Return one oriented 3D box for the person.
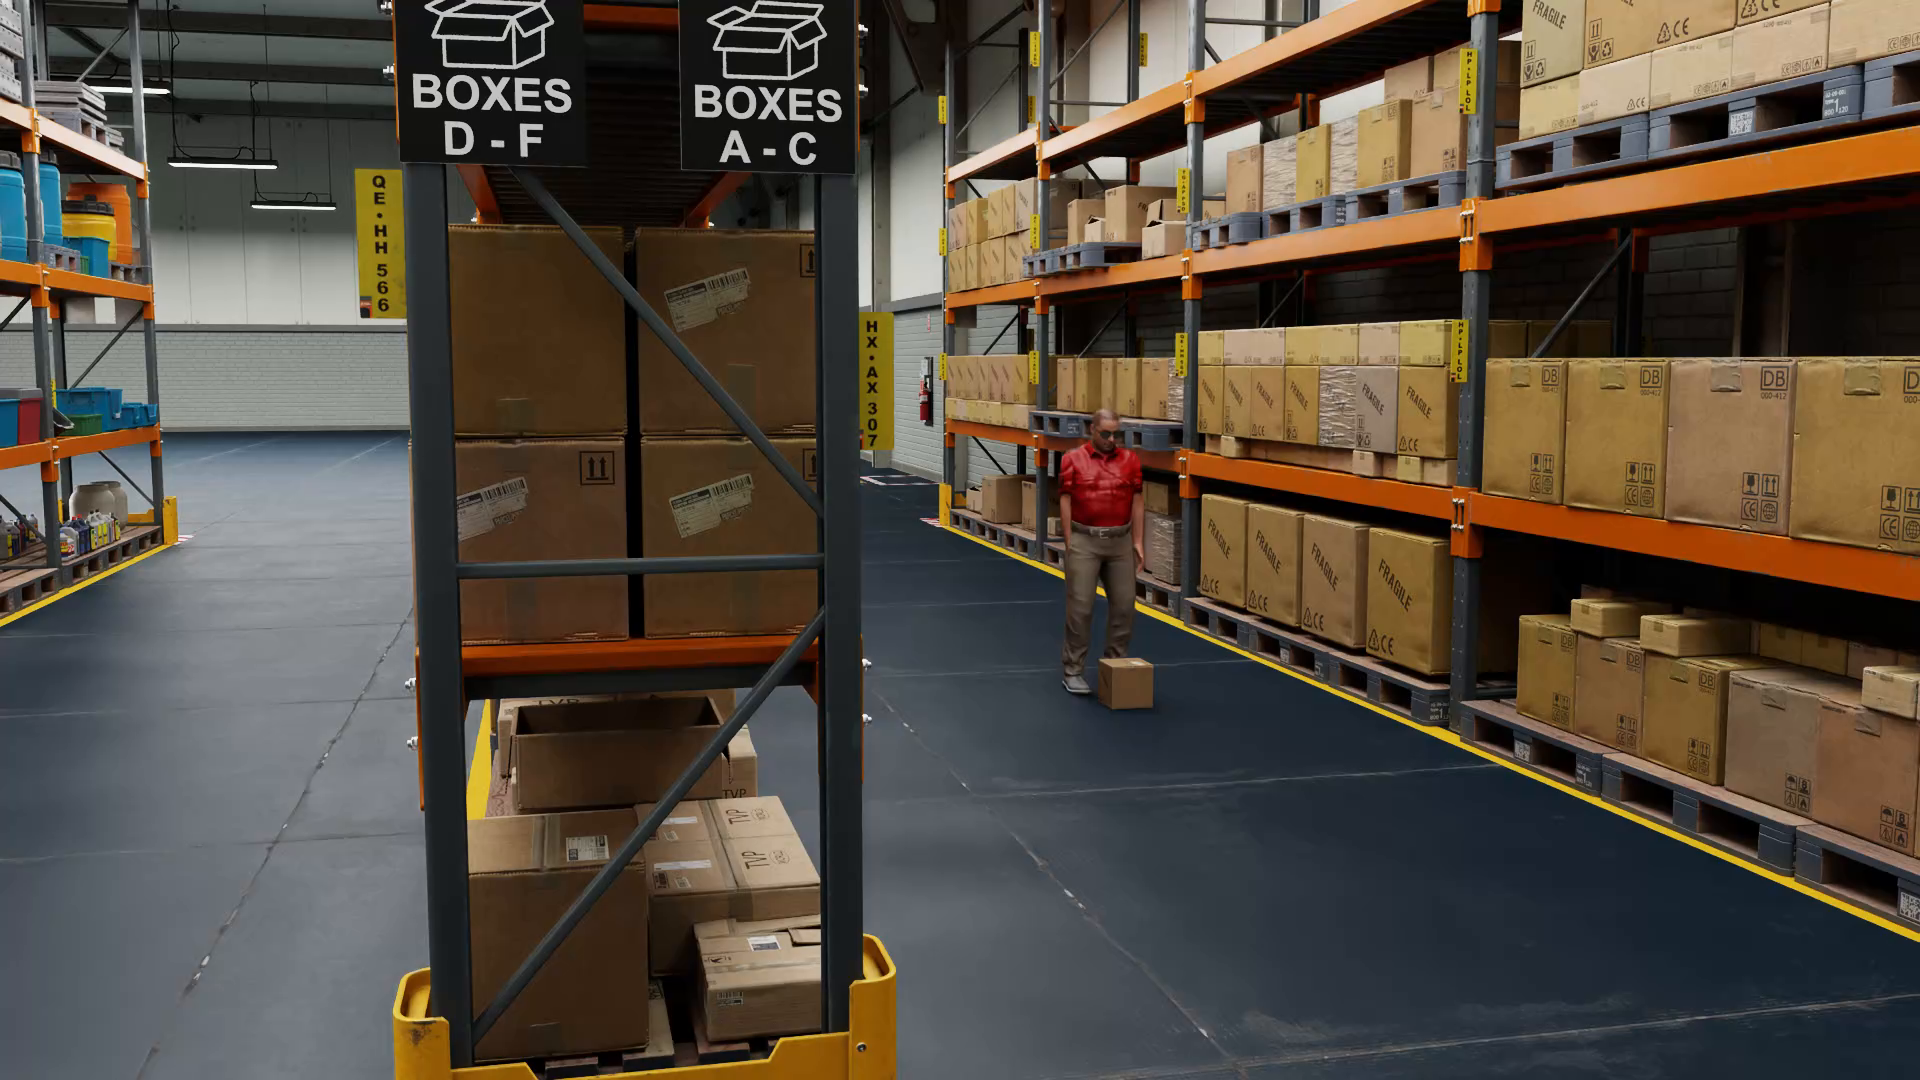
[{"bbox_3d":[0.866,0.060,10.058,0.534,1.718,0.359,-1,6,-13],"label":"person"}]
